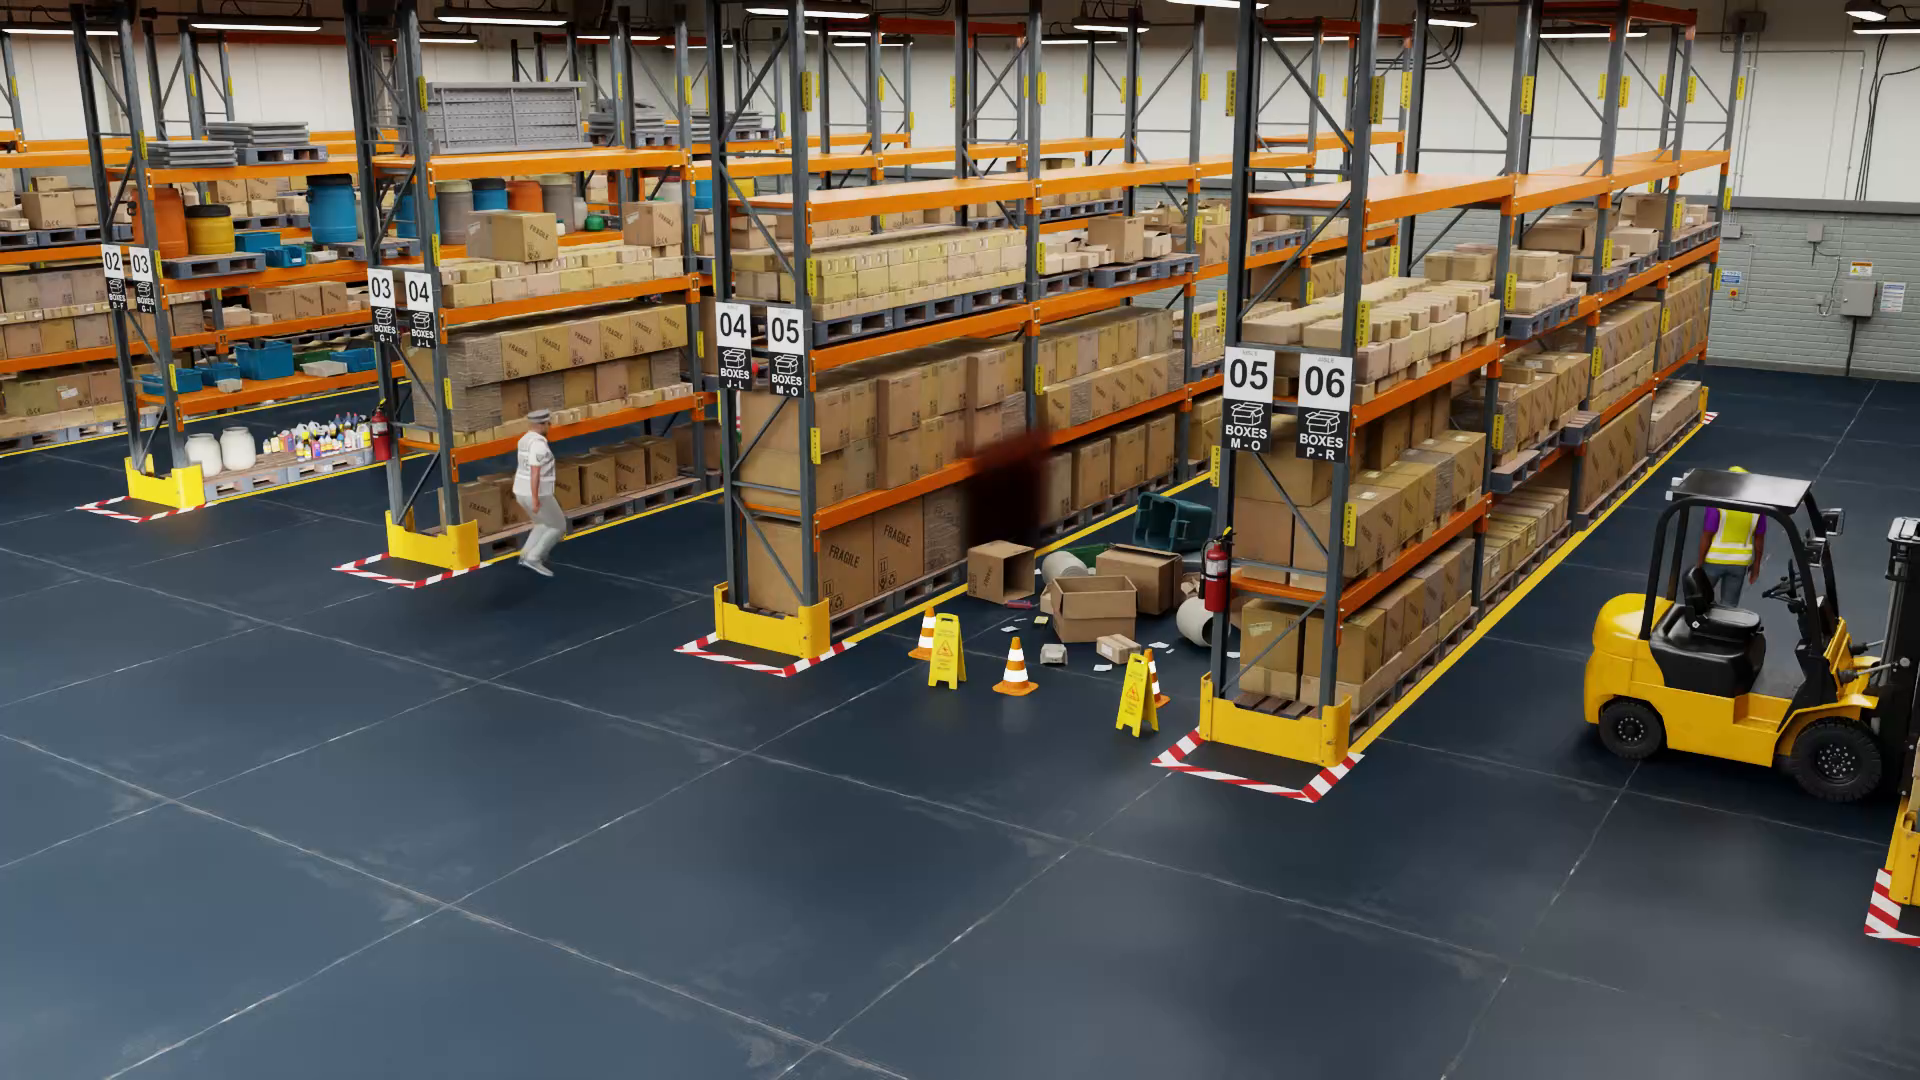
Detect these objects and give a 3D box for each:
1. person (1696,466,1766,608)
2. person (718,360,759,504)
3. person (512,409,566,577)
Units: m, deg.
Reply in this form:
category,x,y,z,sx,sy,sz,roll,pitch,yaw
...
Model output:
category,x,y,z,sx,sy,sz,roll,pitch,yaw
person,7.001,0.212,15.182,0.596,1.778,0.446,3,16,10
person,-2.614,-1.298,19.860,0.577,1.659,0.738,7,17,22
person,-4.372,-0.482,17.111,0.589,1.683,0.515,15,21,42
